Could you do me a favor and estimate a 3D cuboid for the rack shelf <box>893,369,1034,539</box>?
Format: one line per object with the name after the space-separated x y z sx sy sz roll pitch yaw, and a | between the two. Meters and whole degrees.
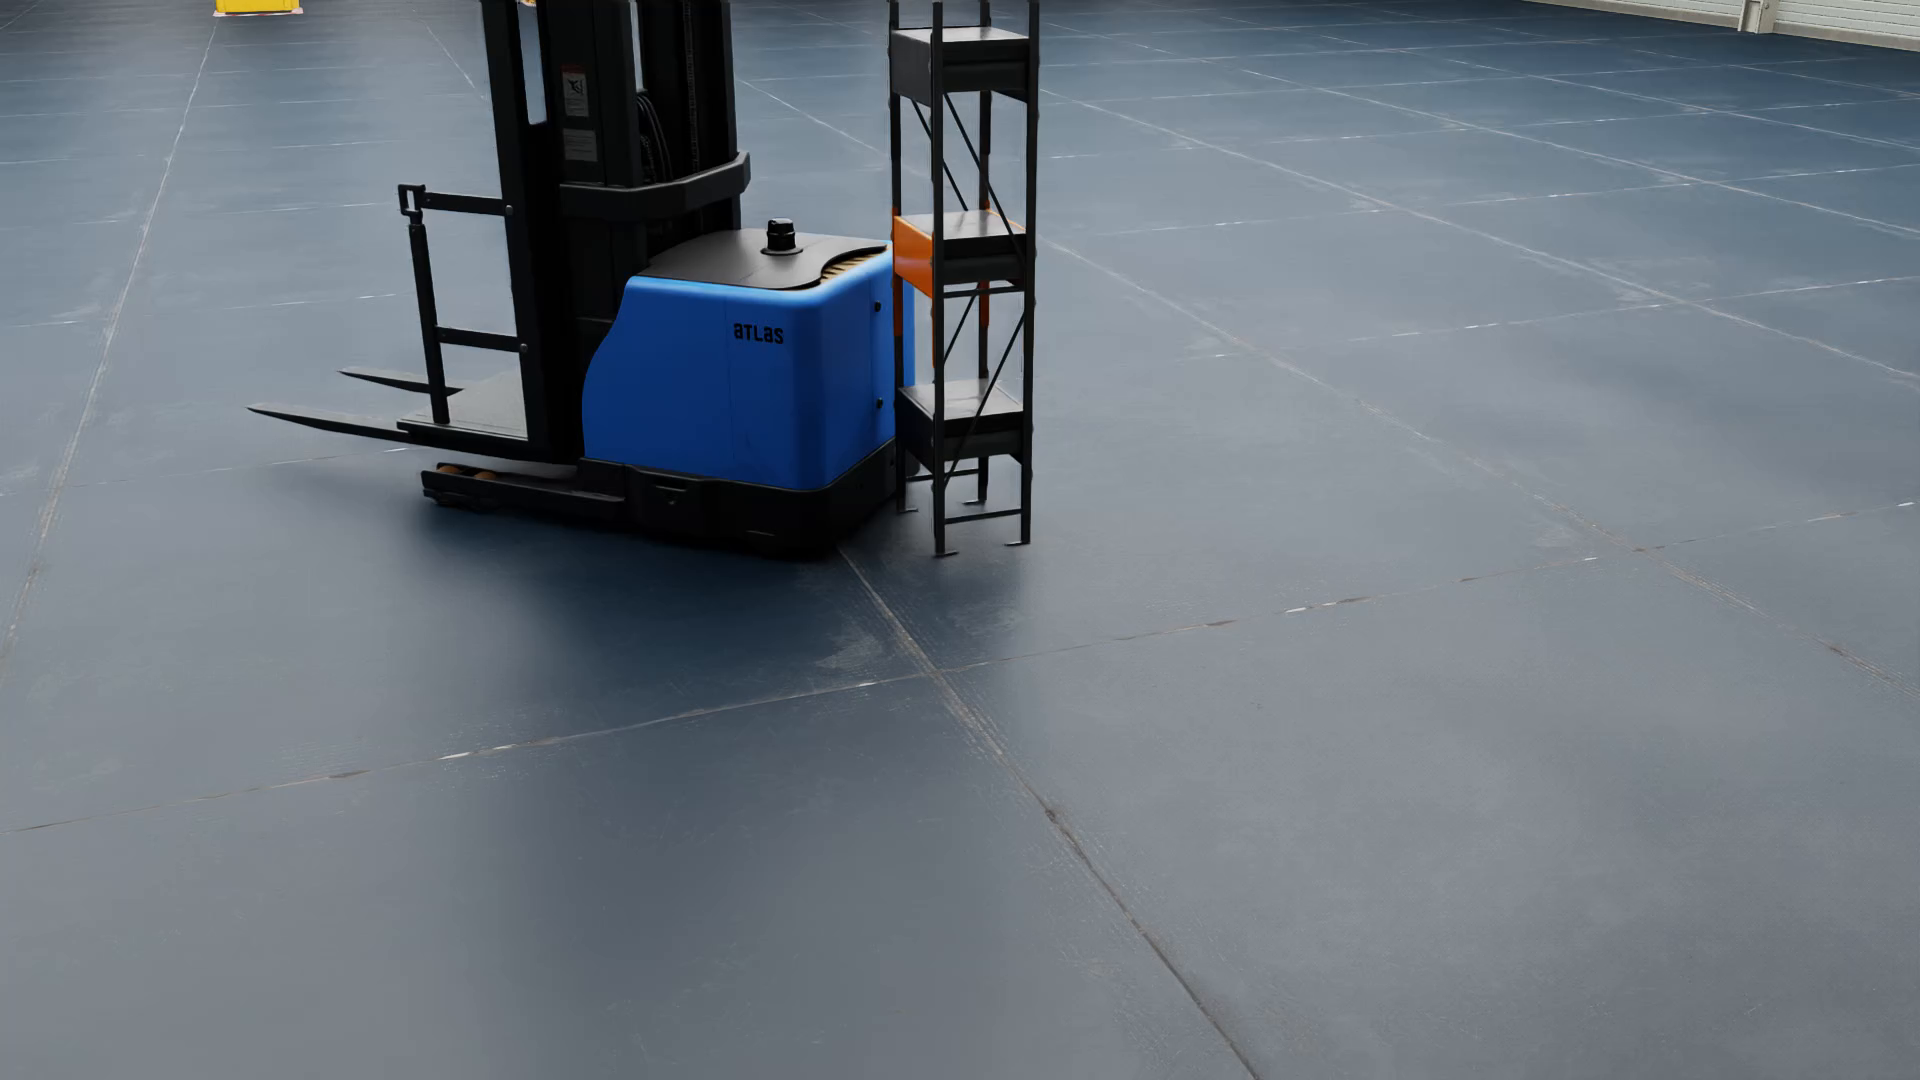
0.008 -0.359 6.735 0.431 0.518 0.480 -8 24 -19 | rack shelf

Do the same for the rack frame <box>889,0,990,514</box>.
-0.077 -1.105 6.669 0.400 2.100 0.015 -8 24 -19 | rack frame

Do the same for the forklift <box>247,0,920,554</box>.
-1.744 -1.649 6.888 3.031 2.935 1.130 9 25 21 | forklift

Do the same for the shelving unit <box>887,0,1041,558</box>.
0.008 -1.016 6.458 0.431 2.100 0.503 -8 24 -19 | shelving unit

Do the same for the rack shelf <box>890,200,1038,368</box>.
0.008 -1.004 6.463 0.431 0.518 0.480 -8 24 -19 | rack shelf

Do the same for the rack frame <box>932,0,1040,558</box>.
0.093 -0.928 6.247 0.400 2.100 0.015 -8 24 -19 | rack frame

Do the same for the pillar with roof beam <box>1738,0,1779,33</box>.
7.728 -11.068 21.424 9.100 9.000 0.400 -8 24 -19 | pillar with roof beam

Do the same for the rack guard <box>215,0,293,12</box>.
-11.699 -9.025 27.520 1.175 0.500 0.348 -8 24 -19 | rack guard

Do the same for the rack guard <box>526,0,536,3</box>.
-7.022 -9.712 29.148 1.175 0.500 0.348 -8 24 -19 | rack guard

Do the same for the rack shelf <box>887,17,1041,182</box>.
0.008 -1.649 6.191 0.431 0.518 0.480 -8 24 -19 | rack shelf
